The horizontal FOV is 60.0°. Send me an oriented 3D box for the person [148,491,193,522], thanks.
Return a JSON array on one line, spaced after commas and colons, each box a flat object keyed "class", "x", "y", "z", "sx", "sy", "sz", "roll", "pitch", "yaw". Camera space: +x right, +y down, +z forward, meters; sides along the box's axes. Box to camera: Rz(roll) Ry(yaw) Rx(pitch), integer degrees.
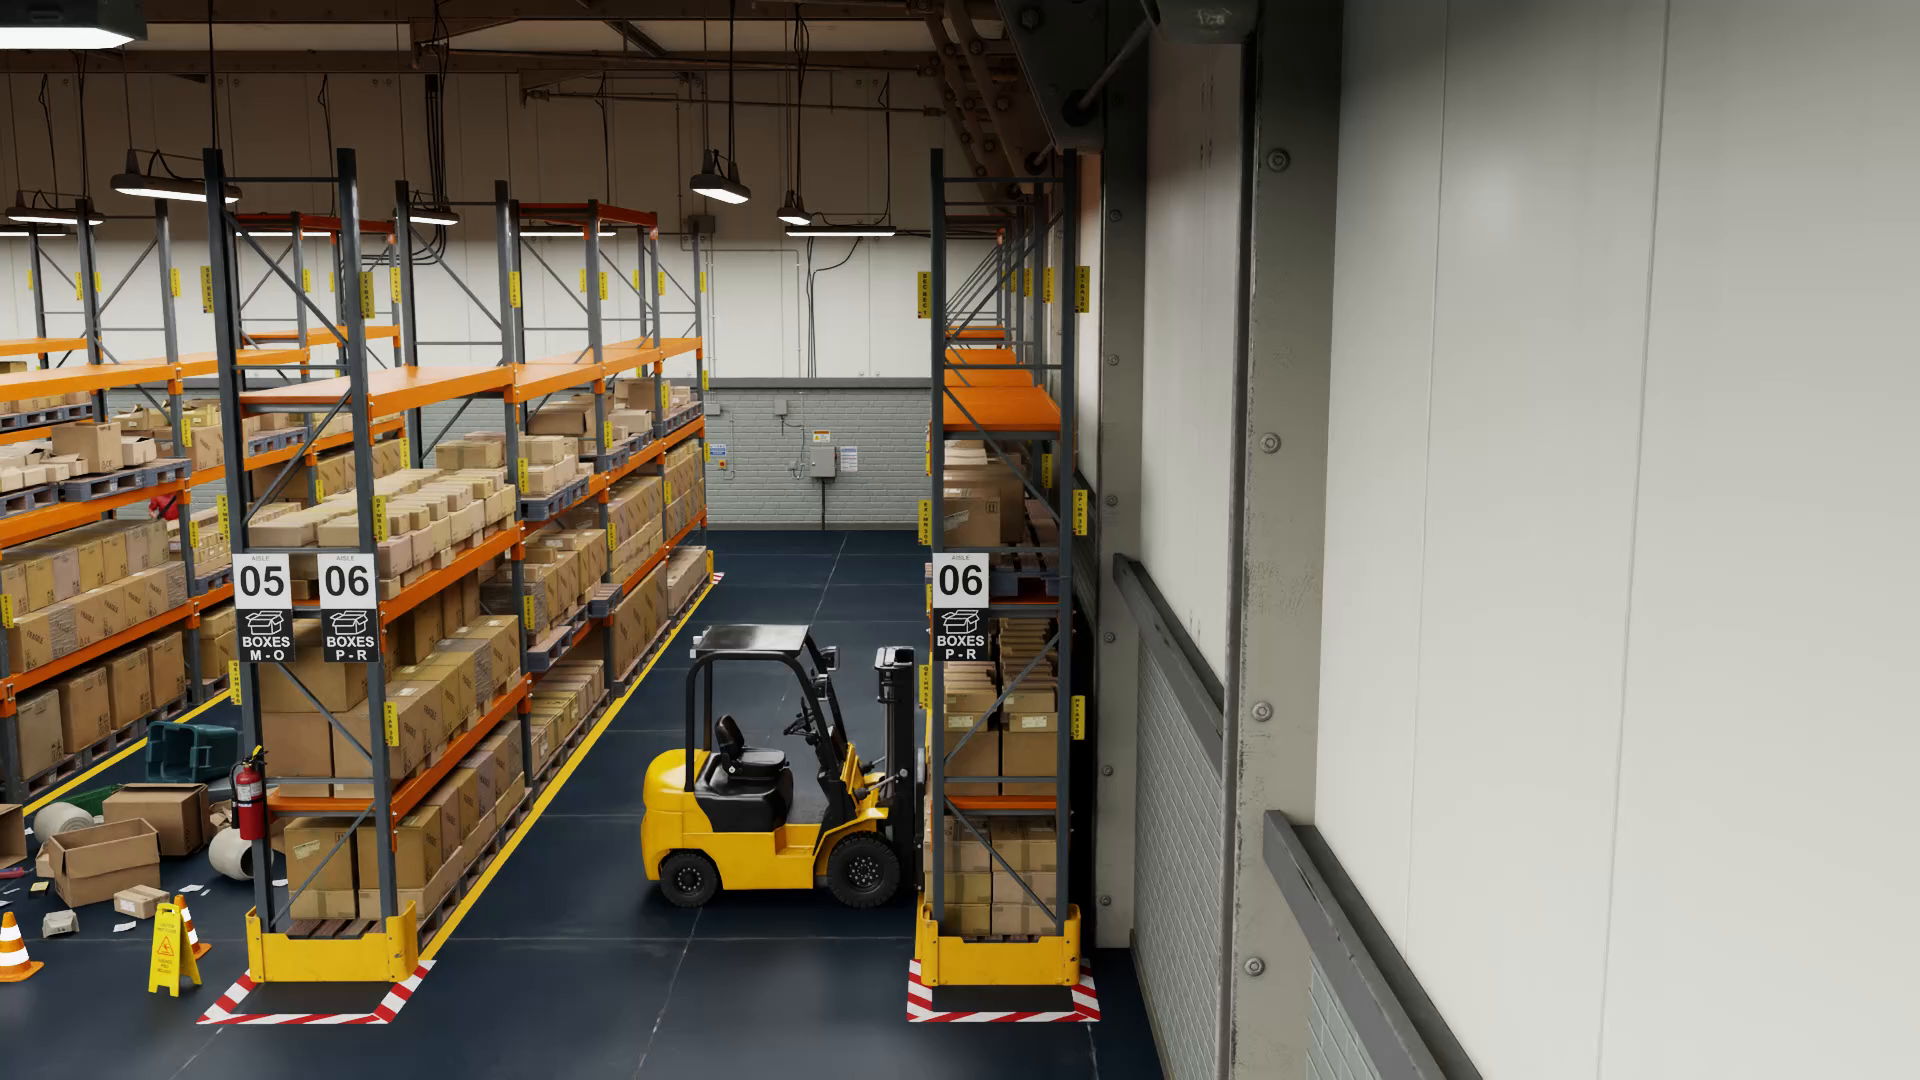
[{"class": "person", "x": -13.560, "y": -0.219, "z": 28.626, "sx": 0.719, "sy": 1.698, "sz": 0.813, "roll": -6, "pitch": 11, "yaw": -33}]
